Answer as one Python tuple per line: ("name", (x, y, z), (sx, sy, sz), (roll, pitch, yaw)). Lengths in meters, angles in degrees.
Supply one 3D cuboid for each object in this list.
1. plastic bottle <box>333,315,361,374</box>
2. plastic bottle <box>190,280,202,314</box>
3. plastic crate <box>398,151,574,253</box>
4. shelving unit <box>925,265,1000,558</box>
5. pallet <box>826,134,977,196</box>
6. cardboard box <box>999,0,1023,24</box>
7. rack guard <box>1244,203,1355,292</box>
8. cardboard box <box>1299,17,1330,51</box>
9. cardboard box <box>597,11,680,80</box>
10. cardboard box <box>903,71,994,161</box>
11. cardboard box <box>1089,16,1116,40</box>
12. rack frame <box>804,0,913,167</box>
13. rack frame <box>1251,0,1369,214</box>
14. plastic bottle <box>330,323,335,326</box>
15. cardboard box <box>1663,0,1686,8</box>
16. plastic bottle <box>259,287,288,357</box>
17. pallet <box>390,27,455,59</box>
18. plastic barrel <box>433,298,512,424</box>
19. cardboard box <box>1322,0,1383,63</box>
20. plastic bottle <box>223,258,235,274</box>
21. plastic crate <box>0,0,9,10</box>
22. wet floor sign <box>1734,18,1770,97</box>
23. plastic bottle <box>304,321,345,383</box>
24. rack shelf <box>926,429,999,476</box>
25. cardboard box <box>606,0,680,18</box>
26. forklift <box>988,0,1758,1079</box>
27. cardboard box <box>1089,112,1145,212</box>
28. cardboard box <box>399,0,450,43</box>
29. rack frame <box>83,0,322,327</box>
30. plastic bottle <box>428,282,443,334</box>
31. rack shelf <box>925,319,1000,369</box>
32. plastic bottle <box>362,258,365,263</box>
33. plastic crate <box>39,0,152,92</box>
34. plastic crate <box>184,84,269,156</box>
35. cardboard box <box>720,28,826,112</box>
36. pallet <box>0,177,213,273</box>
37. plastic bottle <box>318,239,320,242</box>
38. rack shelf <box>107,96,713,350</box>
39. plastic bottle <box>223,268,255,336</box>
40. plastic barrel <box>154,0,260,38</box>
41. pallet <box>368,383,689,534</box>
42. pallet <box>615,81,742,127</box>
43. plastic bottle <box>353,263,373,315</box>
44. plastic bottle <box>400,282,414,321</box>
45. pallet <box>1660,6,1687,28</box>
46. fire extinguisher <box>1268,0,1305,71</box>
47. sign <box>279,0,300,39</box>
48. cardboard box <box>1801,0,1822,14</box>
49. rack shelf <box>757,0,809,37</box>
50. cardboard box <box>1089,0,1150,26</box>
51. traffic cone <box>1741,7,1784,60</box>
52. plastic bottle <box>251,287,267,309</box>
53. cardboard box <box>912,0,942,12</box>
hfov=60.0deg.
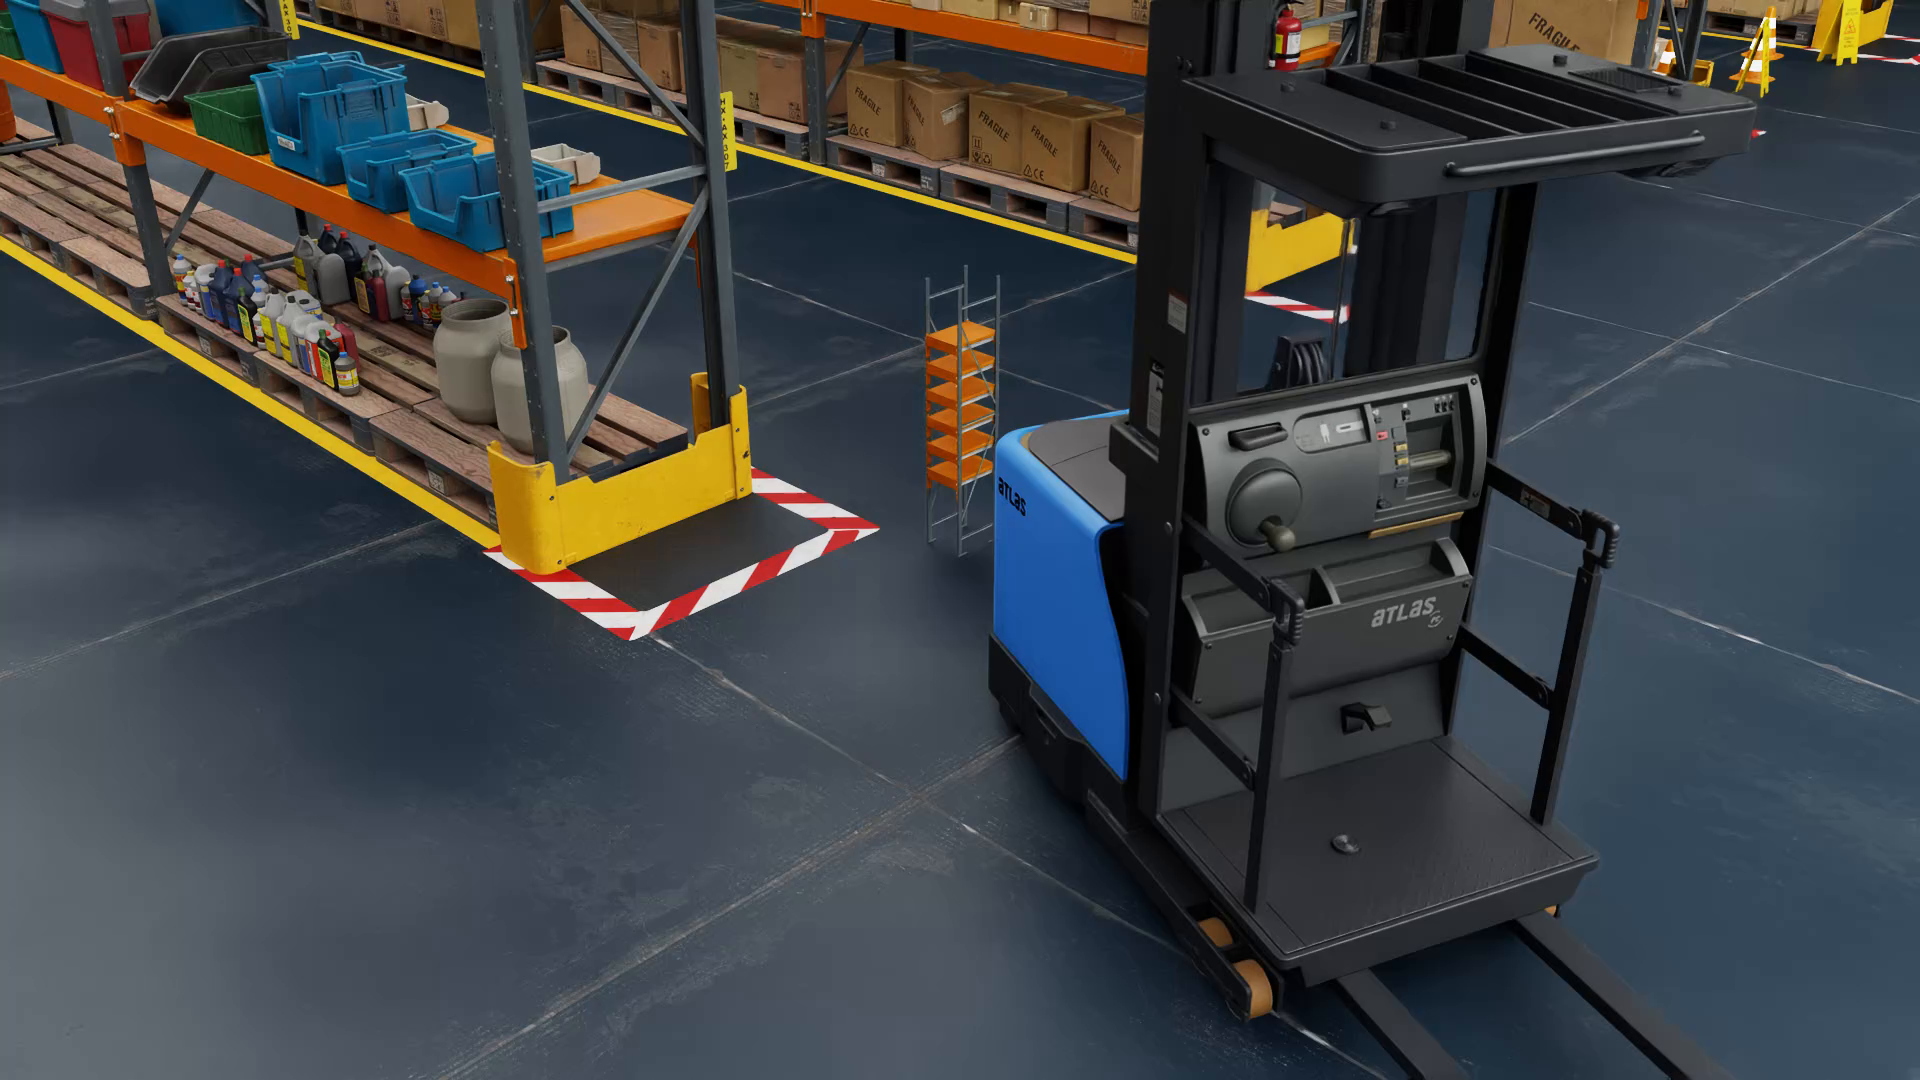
("plastic bottle", (-3.080, -0.981, 8.339), (0.133, 0.283, 0.061), (25, 36, 38))
("plastic bottle", (-4.164, -1.354, 9.135), (0.097, 0.201, 0.097), (0, 28, 0))
("plastic crate", (-1.944, -1.406, 6.861), (0.616, 0.251, 0.499), (25, 36, 38))
("shelving unit", (0.010, -0.526, 6.962), (0.189, 1.200, 0.258), (25, 36, 38))
("pallet", (-0.253, -2.915, 12.568), (1.213, 0.211, 1.003), (25, 36, 38))
("cardboard box", (0.475, -3.524, 11.000), (0.250, 0.149, 0.380), (25, 36, 38))
("rack guard", (2.041, -1.970, 10.460), (0.348, 0.500, 1.175), (25, 36, 38))
("cardboard box", (2.060, -3.113, 10.217), (0.250, 0.149, 0.380), (25, 36, 38))
("cardboard box", (-2.713, -4.362, 14.535), (0.500, 0.500, 0.700), (21, 34, 34))
("cardboard box", (-0.086, -3.108, 12.173), (0.500, 0.500, 0.500), (-13, 31, -24))
("cardboard box", (1.039, -3.293, 10.560), (0.250, 0.149, 0.380), (25, 36, 38))
("rack frame", (-0.757, -4.357, 12.313), (0.127, 3.000, 1.000), (25, 36, 38))
("rack frame", (2.096, -3.052, 9.831), (0.127, 3.000, 1.000), (25, 36, 38))
("plastic bottle", (-3.179, -1.002, 8.467), (0.097, 0.201, 0.097), (0, 28, 0))
("cardboard box", (7.537, -5.825, 17.607), (0.500, 0.250, 0.500), (23, 35, 37))
("plastic bottle", (-3.507, -1.134, 8.558), (0.185, 0.351, 0.144), (24, 36, 38))
("pallet", (-4.984, -5.108, 16.738), (1.213, 0.211, 1.003), (25, 36, 38))
("plastic barrel", (-2.257, -0.846, 7.858), (0.421, 0.512, 0.421), (0, 28, 0))
("cardboard box", (3.838, -4.694, 14.786), (0.875, 0.875, 0.875), (25, 37, 39))
("plastic bottle", (-3.985, -1.395, 9.127), (0.133, 0.283, 0.061), (25, 36, 38))
("plastic crate", (-6.144, -3.418, 10.459), (0.583, 0.464, 0.402), (25, 36, 38))
("wet floor sign", (7.054, -4.271, 14.678), (0.232, 0.644, 0.267), (18, 33, 30))
("plastic bottle", (-3.154, -0.942, 8.273), (0.135, 0.276, 0.152), (25, 37, 39))
("rack shelf", (0.010, -0.381, 7.038), (0.180, 0.103, 0.258), (25, 36, 38))
("cardboard box", (-2.725, -4.704, 14.381), (0.500, 0.250, 0.500), (-21, 34, -34))
("forklift", (1.154, -0.175, 4.434), (1.130, 2.935, 3.031), (-11, 30, -21))
("cardboard box", (1.212, -2.524, 11.062), (0.500, 0.500, 0.500), (-15, 31, -27))
("cardboard box", (-4.717, -5.433, 16.191), (0.875, 0.875, 1.225), (25, 36, 39))
("rack frame", (-4.229, -2.713, 9.187), (0.127, 3.000, 1.000), (25, 36, 38))
("plastic bottle", (-2.767, -1.235, 8.834), (0.097, 0.271, 0.097), (0, 28, 0))
("rack shelf", (0.010, -0.806, 6.815), (0.180, 0.103, 0.258), (25, 36, 38))
("plastic bottle", (-3.286, -1.489, 9.305), (0.061, 0.283, 0.133), (-22, 35, -36))
("plastic crate", (-4.789, -2.798, 9.280), (0.583, 0.464, 0.402), (25, 36, 38))
("plastic crate", (-3.459, -2.083, 8.216), (0.662, 0.188, 0.450), (25, 36, 38))
("cardboard box", (-1.506, -3.815, 13.495), (0.500, 0.500, 0.700), (24, 36, 38))
("pallet", (-5.691, -2.121, 11.056), (1.213, 0.211, 1.003), (25, 36, 38))
("plastic bottle", (-3.655, -1.658, 9.627), (0.061, 0.283, 0.133), (-23, 36, -37))
("rack shelf", (-2.803, -1.742, 8.114), (4.000, 0.370, 1.077), (25, 36, 38))
("plastic bottle", (-3.810, -1.273, 8.821), (0.185, 0.351, 0.144), (23, 35, 36))
("plastic barrel", (-4.292, -3.162, 9.501), (0.708, 0.901, 0.600), (25, 36, 38))
("pallet", (-2.040, -0.450, 7.879), (1.213, 0.211, 1.003), (25, 36, 38))
("pallet", (-2.187, -3.775, 14.202), (1.213, 0.211, 1.003), (25, 36, 38))
("plastic bottle", (-3.254, -1.381, 9.099), (0.133, 0.283, 0.061), (25, 36, 38))
("plastic bottle", (-2.984, -1.303, 9.040), (0.097, 0.201, 0.097), (0, 28, 0))
("pallet", (7.569, -5.806, 18.065), (1.213, 0.211, 1.003), (25, 36, 38))
("fire extinguisher", (1.854, -2.827, 9.487), (0.183, 0.674, 0.296), (25, 36, 38))
("sign", (-3.836, -3.015, 9.463), (0.005, 0.325, 0.100), (25, 36, 38))
("cardboard box", (8.662, -5.665, 17.303), (0.500, 0.250, 0.500), (24, 36, 38))
("rack shelf", (-2.183, -4.691, 13.722), (4.000, 0.370, 1.077), (25, 36, 38))
("cardboard box", (1.282, -3.540, 10.332), (0.500, 0.500, 0.875), (25, 36, 38))
("traffic cone", (7.832, -4.930, 16.129), (0.334, 0.463, 0.336), (25, 36, 38))
("plastic bottle", (-3.679, -1.202, 8.772), (0.097, 0.271, 0.097), (0, 28, 0))
("cardboard box", (-0.113, -3.744, 11.417), (0.250, 0.149, 0.380), (25, 36, 38))
